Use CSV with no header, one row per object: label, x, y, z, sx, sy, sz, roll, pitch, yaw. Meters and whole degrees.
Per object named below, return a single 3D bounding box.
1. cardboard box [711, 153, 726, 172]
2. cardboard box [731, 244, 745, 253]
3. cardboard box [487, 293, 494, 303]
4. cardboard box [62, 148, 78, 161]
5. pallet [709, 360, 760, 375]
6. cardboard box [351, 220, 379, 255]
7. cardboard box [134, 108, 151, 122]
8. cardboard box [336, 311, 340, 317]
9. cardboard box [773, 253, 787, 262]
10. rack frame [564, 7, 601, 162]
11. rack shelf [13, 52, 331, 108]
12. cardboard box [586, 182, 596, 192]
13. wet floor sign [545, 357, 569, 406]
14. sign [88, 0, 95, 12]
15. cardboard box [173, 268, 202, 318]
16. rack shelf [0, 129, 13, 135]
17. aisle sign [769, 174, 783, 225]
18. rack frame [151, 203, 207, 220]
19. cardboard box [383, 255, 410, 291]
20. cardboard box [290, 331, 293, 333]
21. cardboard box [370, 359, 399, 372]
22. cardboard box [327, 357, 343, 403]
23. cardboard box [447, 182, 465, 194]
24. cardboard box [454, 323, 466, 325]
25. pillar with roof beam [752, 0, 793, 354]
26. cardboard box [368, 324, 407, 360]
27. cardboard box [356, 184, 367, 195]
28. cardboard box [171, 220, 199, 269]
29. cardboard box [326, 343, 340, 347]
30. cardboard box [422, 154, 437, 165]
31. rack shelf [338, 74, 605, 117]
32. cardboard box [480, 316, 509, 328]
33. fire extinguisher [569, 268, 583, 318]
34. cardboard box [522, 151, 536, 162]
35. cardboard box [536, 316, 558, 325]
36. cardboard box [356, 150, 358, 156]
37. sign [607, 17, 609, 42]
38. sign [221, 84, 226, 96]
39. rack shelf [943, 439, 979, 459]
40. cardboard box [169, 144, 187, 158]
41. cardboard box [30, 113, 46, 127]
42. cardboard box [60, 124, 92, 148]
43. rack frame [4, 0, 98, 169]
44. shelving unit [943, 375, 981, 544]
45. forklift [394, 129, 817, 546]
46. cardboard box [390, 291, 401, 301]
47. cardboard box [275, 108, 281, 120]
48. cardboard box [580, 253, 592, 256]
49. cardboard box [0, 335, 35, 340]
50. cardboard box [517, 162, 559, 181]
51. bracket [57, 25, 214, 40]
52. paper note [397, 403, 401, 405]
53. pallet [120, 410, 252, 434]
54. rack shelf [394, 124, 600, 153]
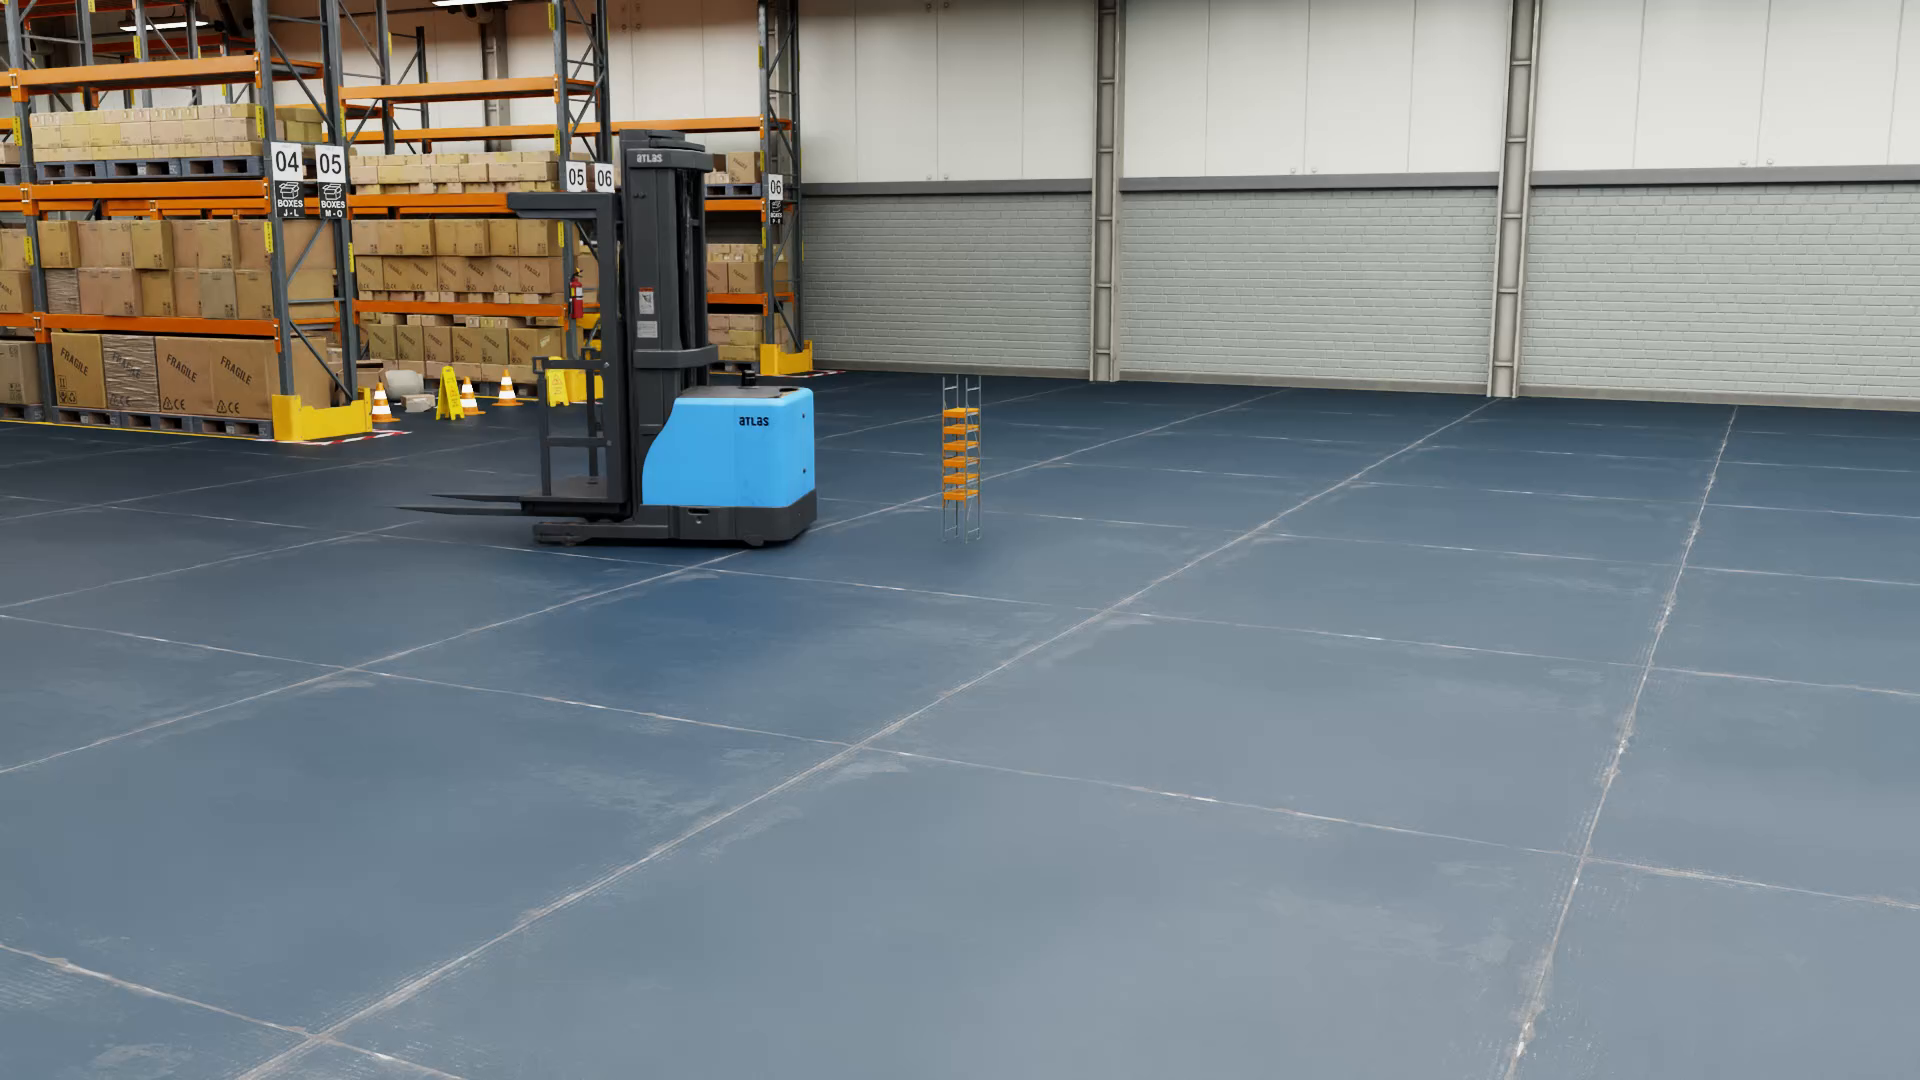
cardboard box,-4.269,-6.122,27.470,0.500,0.500,0.700,5,11,26
cardboard box,-3.540,-4.772,27.237,0.250,0.149,0.380,5,11,26
cardboard box,-6.422,-3.411,23.359,0.250,0.149,0.380,5,11,27
cardboard box,-10.138,-4.457,19.257,0.250,0.149,0.380,5,11,26
pallet,-3.595,-2.930,27.824,1.213,0.211,1.003,5,11,26
cardboard box,-8.372,-4.389,24.132,0.500,0.500,0.700,5,11,25
cardboard box,-9.003,-4.750,18.635,0.250,0.149,0.380,5,11,26
cardboard box,-11.535,-4.265,31.390,0.250,0.149,0.380,5,11,25
cardboard box,-3.080,-4.685,27.590,0.250,0.149,0.380,5,11,24
rack frame,-6.477,-7.515,28.487,0.127,3.000,1.000,5,11,26
rack shelf,-8.976,-5.215,18.922,4.000,0.370,1.077,5,11,26
cardboard box,-5.237,-4.886,23.084,0.250,0.149,0.380,5,11,26
wet floor sign,-5.386,-2.111,22.081,0.267,0.644,0.232,-10,14,-43
sign,-10.502,-6.548,20.075,0.005,0.325,0.100,5,11,26
cardboard box,-8.485,-2.856,19.169,0.550,0.550,0.875,5,11,26
rack shelf,-17.638,-6.960,28.559,4.000,0.370,1.077,5,11,26
aisle sign,-2.961,-5.475,26.761,0.004,0.787,0.394,5,11,26
rack frame,-12.257,-4.086,26.381,0.127,3.000,1.000,5,11,26
cardboard box,-7.939,-3.851,23.969,0.500,0.500,0.500,5,11,26
cardboard box,-12.836,-4.056,32.058,0.500,0.500,0.500,5,11,25
cardboard box,-8.261,-2.534,24.352,0.500,0.250,0.500,4,11,23
cardboard box,-8.621,-2.100,22.039,0.503,0.637,0.797,5,11,26
cardboard box,-6.924,-4.905,23.191,0.250,0.149,0.380,5,11,25
cardboard box,-7.106,-2.909,24.319,0.500,0.500,0.500,6,12,29
pillar with roof beam,-5.021,-6.711,24.045,0.548,9.000,9.100,5,11,26
cardboard box,-8.261,-2.903,24.285,0.500,0.500,0.500,6,12,29
cardboard box,-8.497,-5.058,24.039,0.250,0.149,0.380,5,11,25
cardboard box,-8.475,-3.392,19.094,0.550,0.550,0.875,5,11,26
cardboard box,-9.788,-2.781,25.373,0.625,0.372,0.950,6,12,29
cardboard box,-7.340,-5.344,23.380,0.250,0.149,0.380,5,11,25
rack shelf,-6.877,-6.209,23.299,4.000,0.370,1.077,5,11,26
cardboard box,-6.500,-3.057,23.313,0.250,0.149,0.380,5,12,27
fire extinguisher,-5.184,-3.334,22.449,0.183,0.674,0.296,5,11,26
cardboard box,-5.731,-5.206,22.615,0.250,0.149,0.380,5,12,27
cardboard box,-6.950,-3.641,29.413,0.625,0.625,0.875,6,12,28
cardboard box,-9.468,-5.773,25.120,0.500,0.250,0.500,5,11,25
sign,-4.843,-6.992,22.752,0.005,0.325,0.100,5,11,26
sign,-13.908,-8.559,31.409,0.005,0.325,0.100,5,11,26
rack shelf,0.013,-0.664,12.104,0.180,0.103,0.258,5,11,26
cardboard box,-8.544,-4.317,18.484,0.250,0.149,0.380,5,11,25
cardboard box,-10.594,-4.889,19.407,0.250,0.149,0.380,5,11,26
cardboard box,-10.002,-4.653,19.223,0.500,0.250,0.500,5,11,25
rack frame,-10.770,-5.924,19.693,0.127,3.000,1.000,5,11,26
shelving unit,0.013,-0.589,12.117,0.189,1.200,0.258,5,11,26
forklift,-2.650,-1.490,12.235,3.031,2.935,1.130,1,10,7
cardboard box,-8.028,-3.543,24.089,0.250,0.149,0.380,5,11,26
cardboard box,-7.566,-4.754,18.660,0.250,0.149,0.380,5,11,26
cardboard box,-6.308,-4.865,28.584,0.250,0.149,0.380,5,11,25
cardboard box,-12.230,-2.183,21.005,0.750,0.750,1.050,5,11,26
cardboard box,-5.661,-5.001,22.603,0.500,0.250,0.500,5,11,25
bracket,-16.717,-10.295,33.738,4.783,0.066,0.076,5,11,26
paper note,-7.507,-1.836,22.321,0.148,0.019,0.142,-10,14,-43
pallet,-9.024,-1.431,19.546,1.213,0.211,1.003,5,11,26
rack shelf,-8.271,-7.122,29.458,4.000,0.370,1.077,5,11,26
